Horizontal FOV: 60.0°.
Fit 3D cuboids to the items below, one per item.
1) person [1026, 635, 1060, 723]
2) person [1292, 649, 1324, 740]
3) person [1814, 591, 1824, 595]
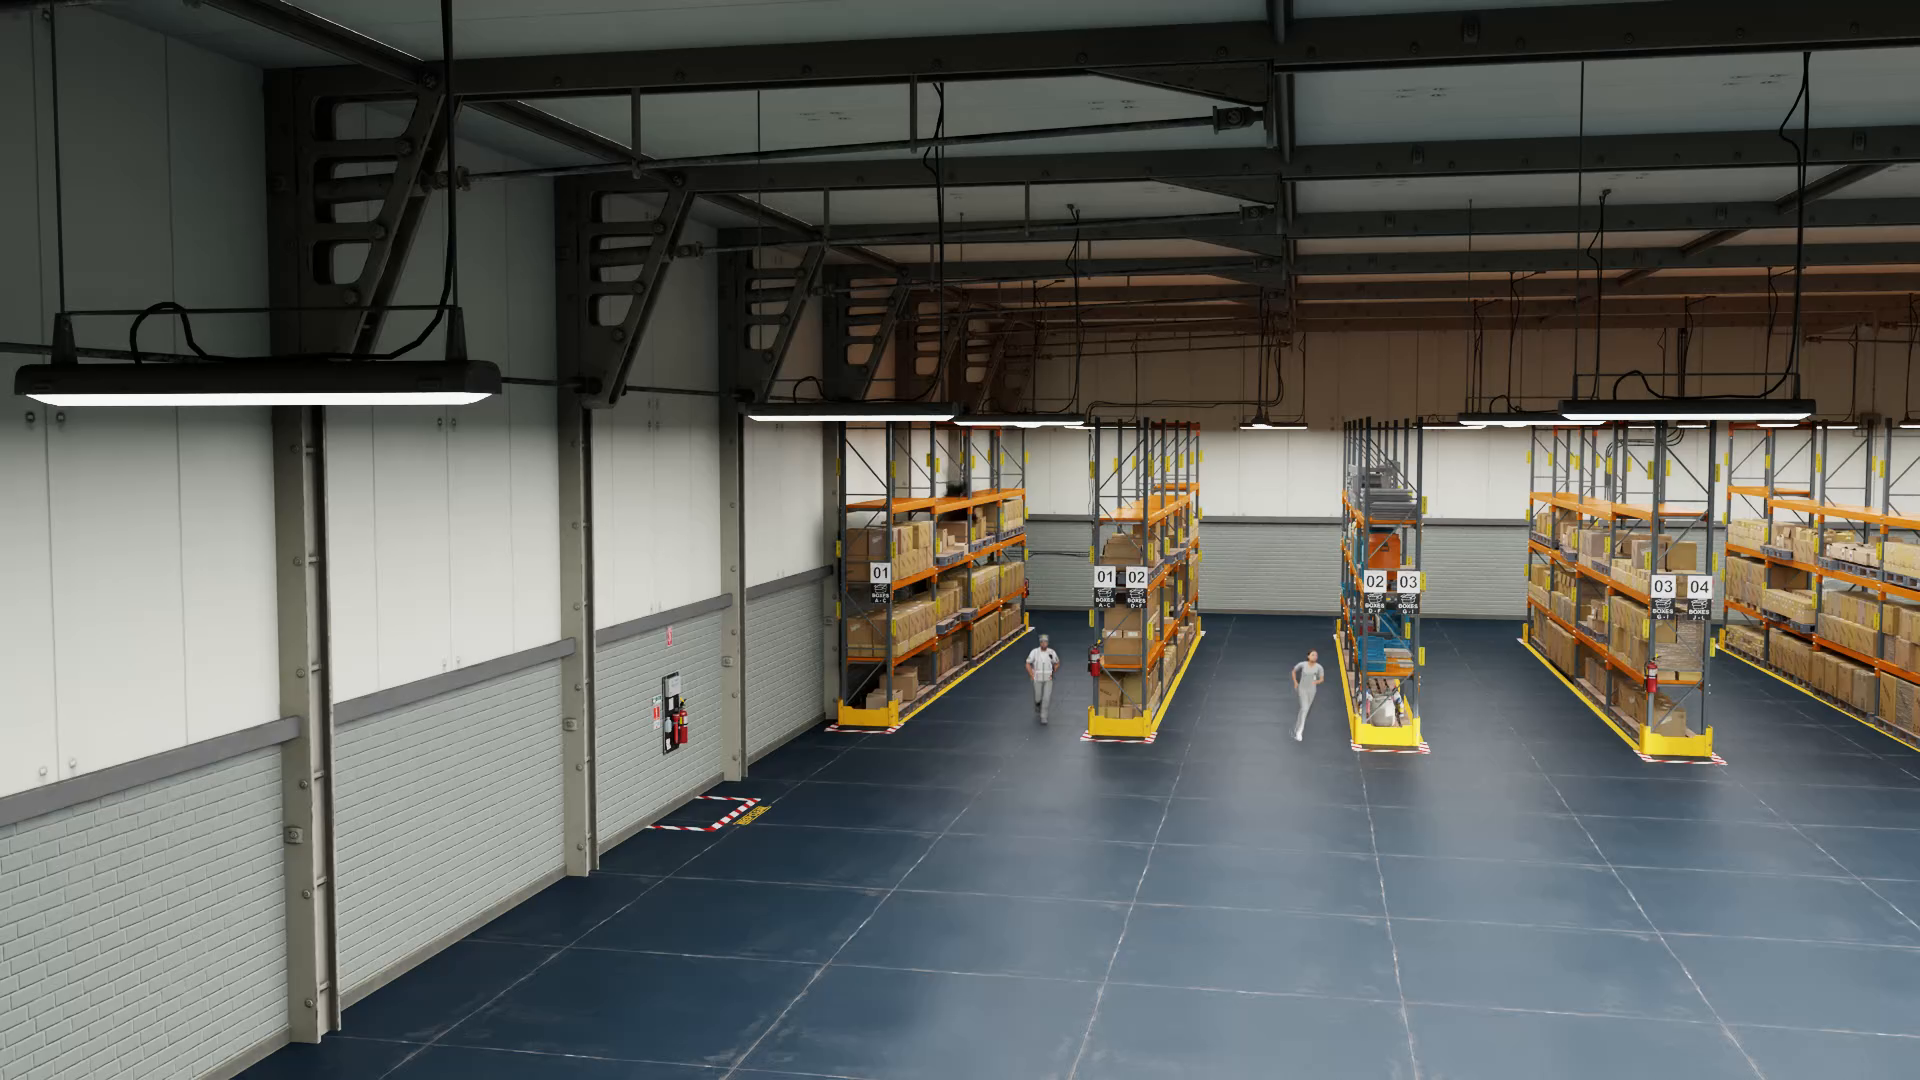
[{"bbox_3d":[1.643,2.719,32.840,0.674,1.733,0.698,0,4,-4],"label":"person"},{"bbox_3d":[6.527,2.884,31.207,0.555,1.703,0.682,0,4,-7],"label":"person"},{"bbox_3d":[23.119,1.957,44.771,0.821,1.770,0.669,1,4,9],"label":"person"}]
